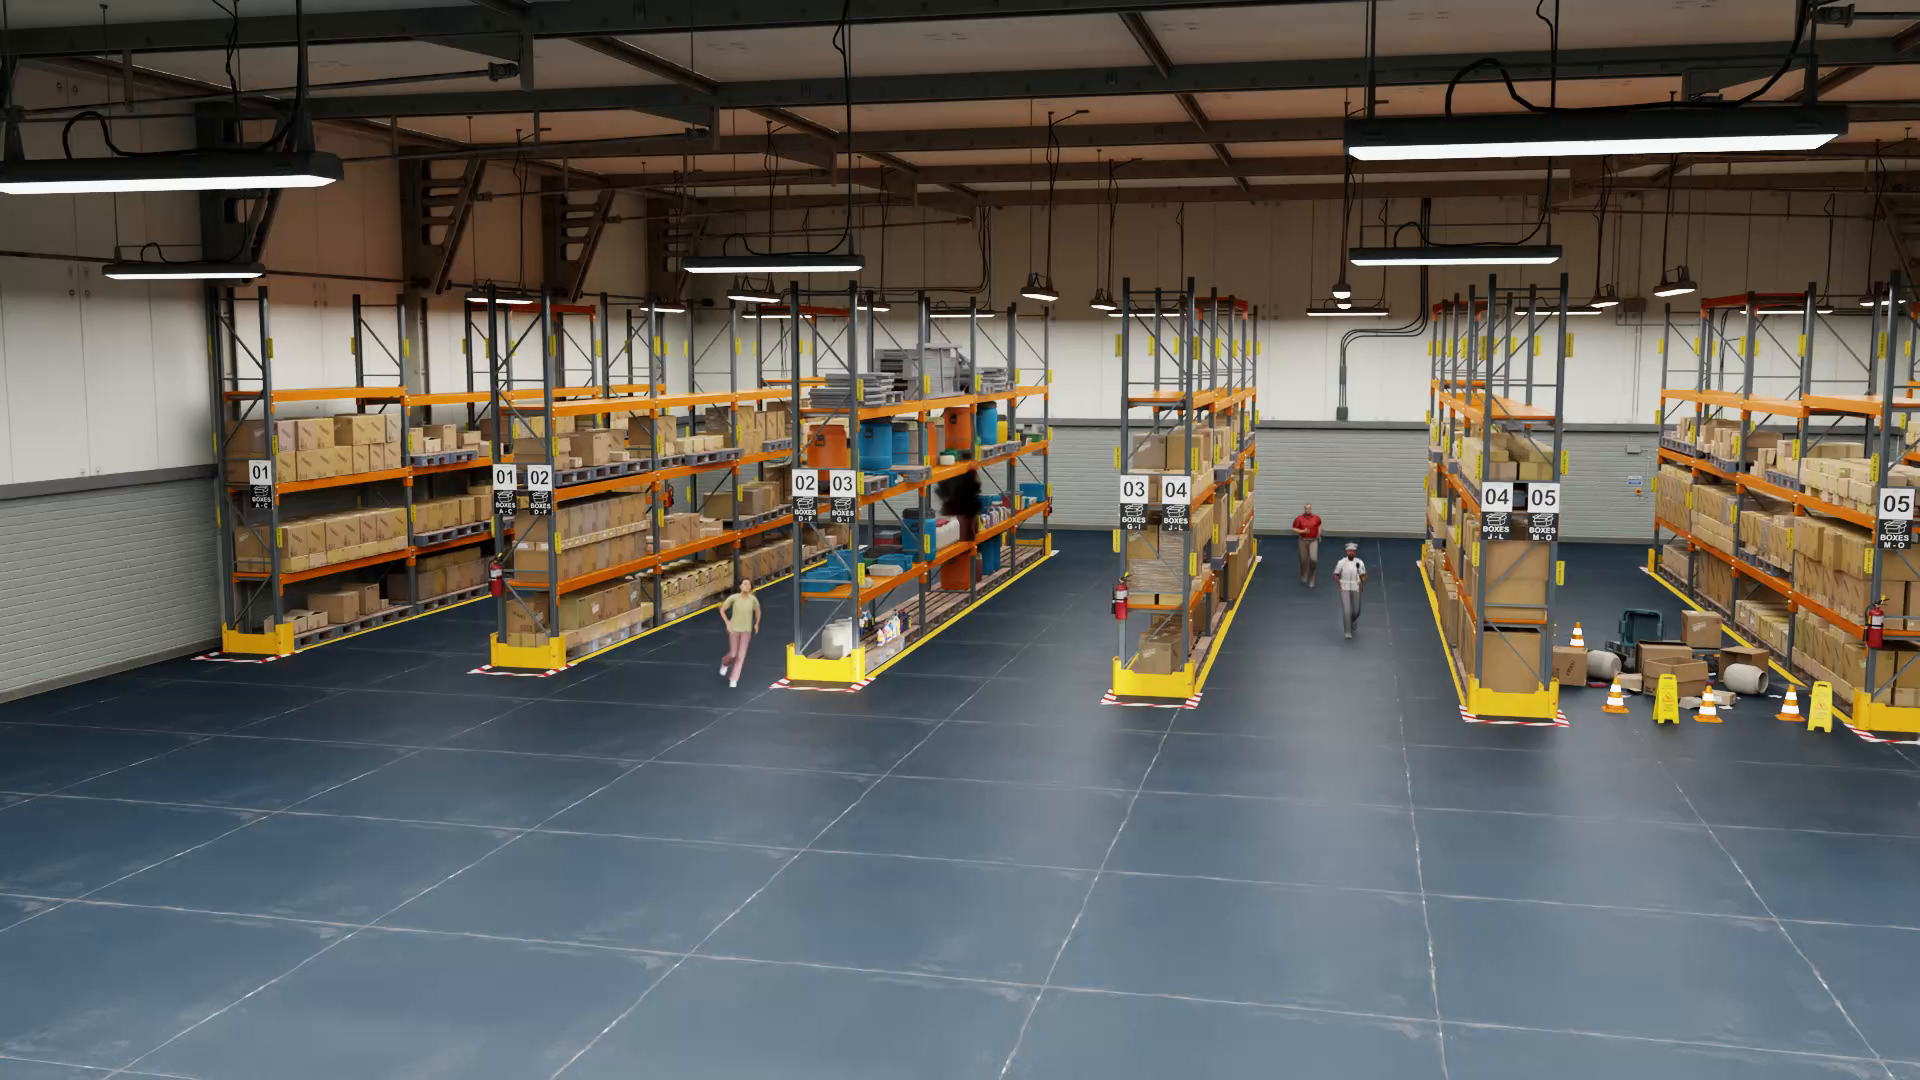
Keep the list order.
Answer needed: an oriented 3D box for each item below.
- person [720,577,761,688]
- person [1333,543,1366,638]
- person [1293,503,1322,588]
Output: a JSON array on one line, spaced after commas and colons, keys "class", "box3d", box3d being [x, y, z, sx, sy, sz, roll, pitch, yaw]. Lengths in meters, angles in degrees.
[{"class": "person", "box3d": [-3.253, 1.352, 24.856, 0.626, 1.604, 0.718, -3, 7, -21]}, {"class": "person", "box3d": [6.787, 0.858, 28.967, 0.574, 1.649, 0.586, 1, 7, 8]}, {"class": "person", "box3d": [7.348, 0.118, 35.189, 0.626, 1.796, 0.770, 1, 7, 9]}]
